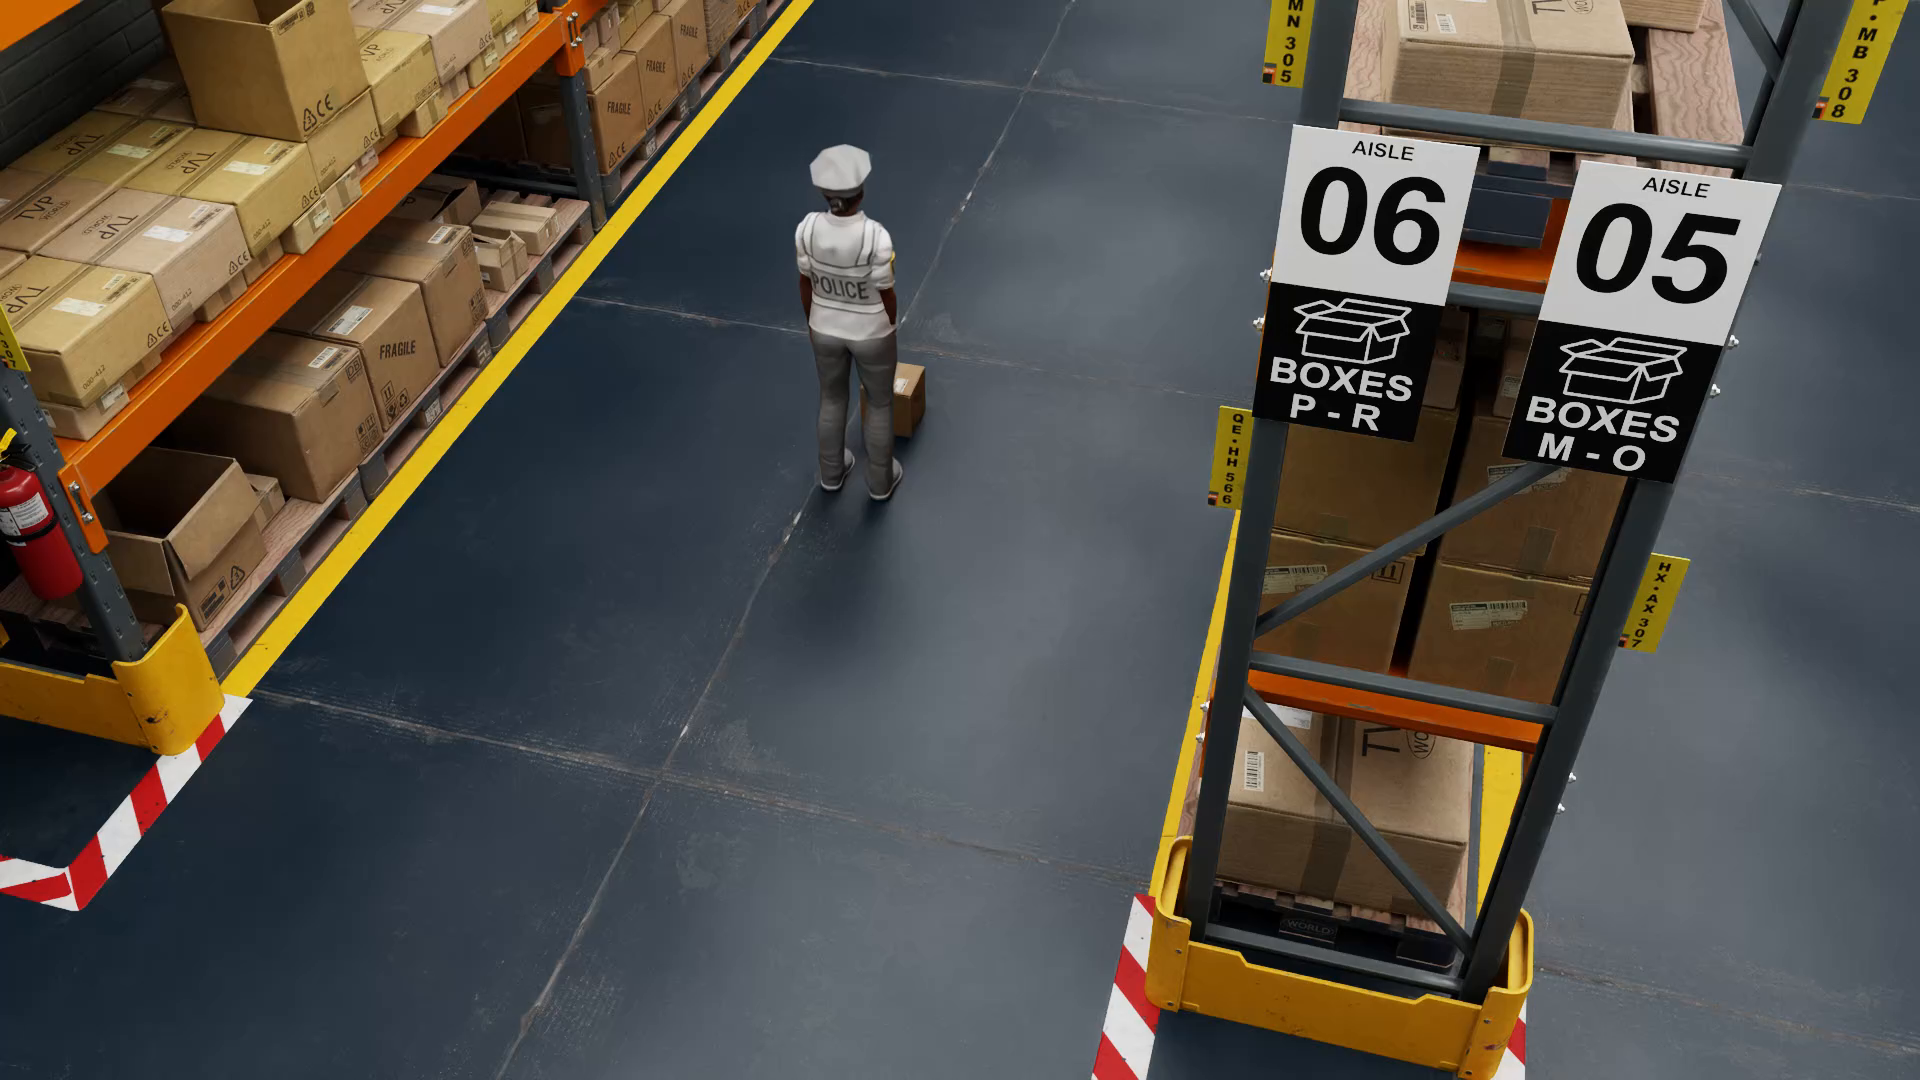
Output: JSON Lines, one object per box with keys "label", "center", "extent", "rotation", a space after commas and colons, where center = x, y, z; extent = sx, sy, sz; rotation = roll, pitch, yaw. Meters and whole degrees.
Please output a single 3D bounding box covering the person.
{"label": "person", "center": [-0.464, -0.905, 7.181], "extent": [0.424, 1.679, 0.323], "rotation": [11, 42, 12]}
